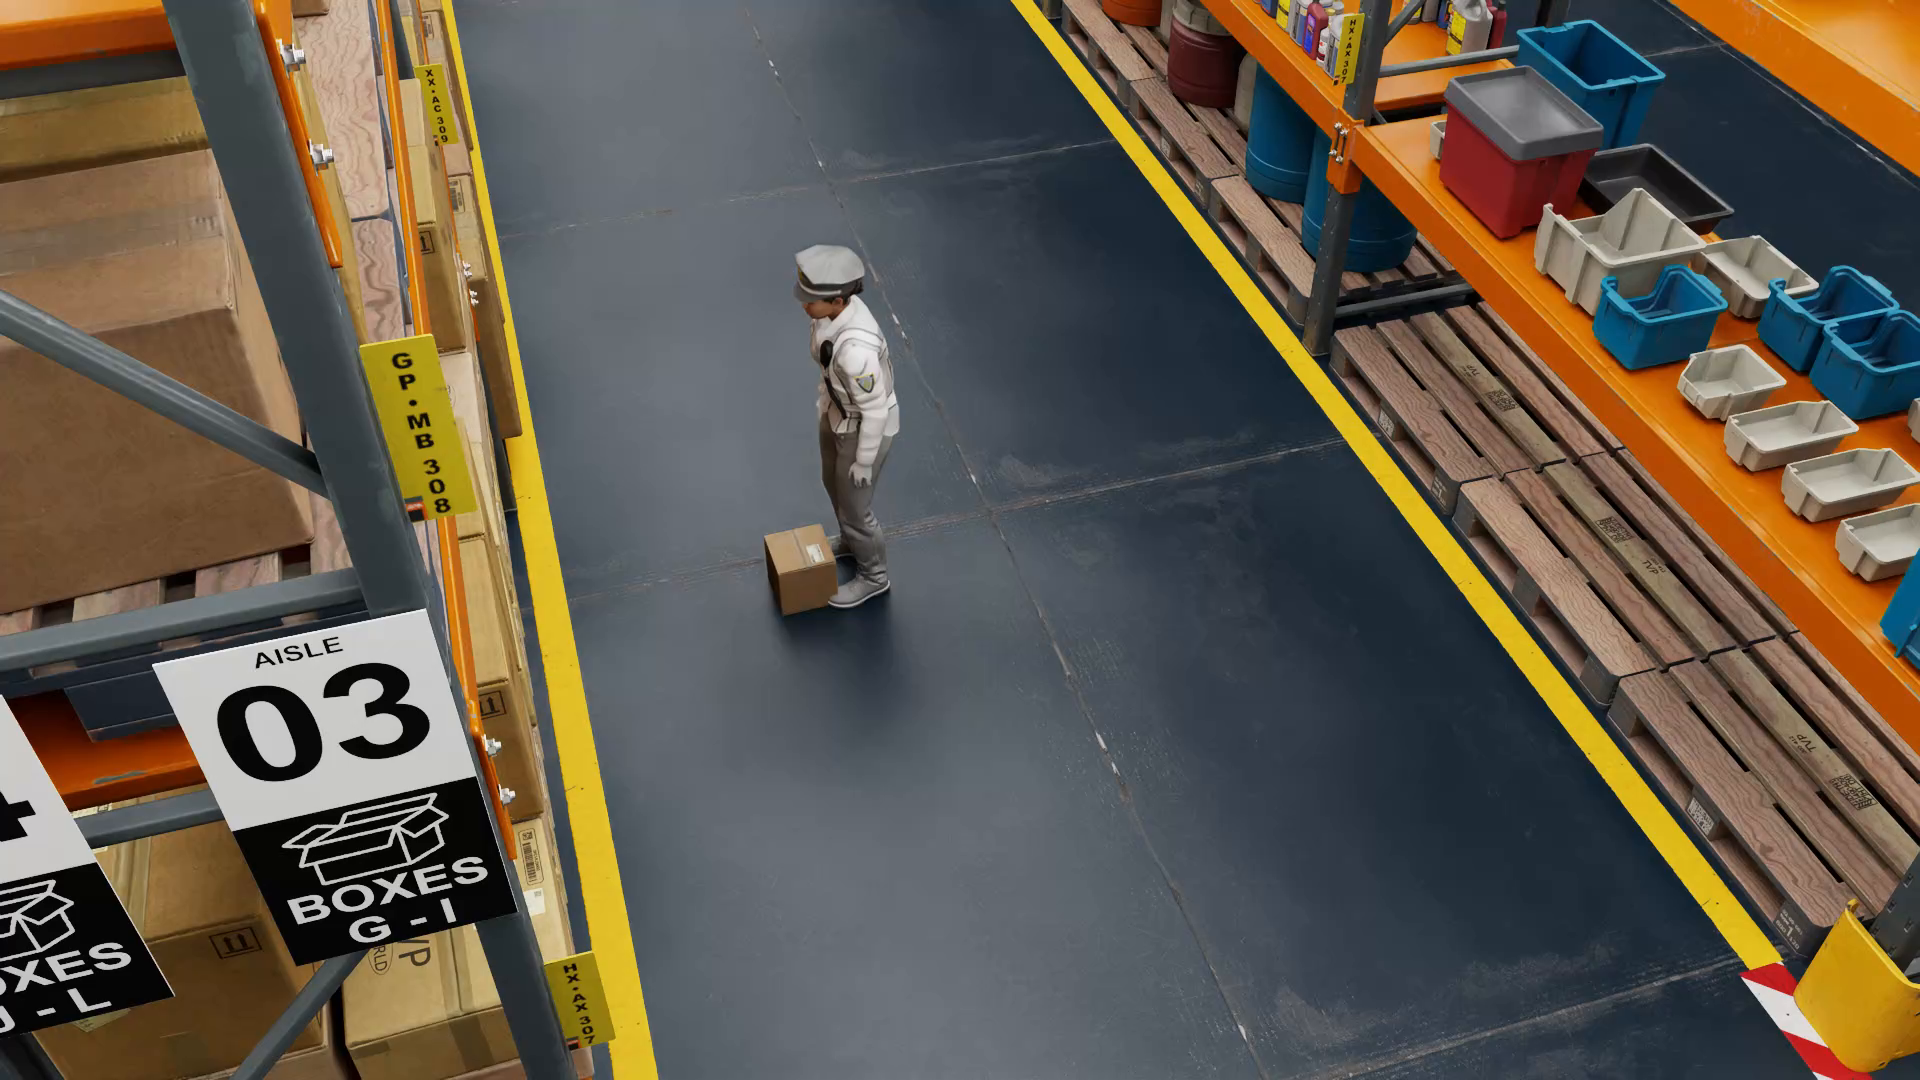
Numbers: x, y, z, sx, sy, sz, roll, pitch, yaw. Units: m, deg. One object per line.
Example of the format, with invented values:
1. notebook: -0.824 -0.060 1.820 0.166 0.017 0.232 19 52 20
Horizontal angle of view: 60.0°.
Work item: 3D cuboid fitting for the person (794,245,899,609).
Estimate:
1. person: -0.443 -0.445 6.645 0.374 1.662 0.539 -14 44 -15
